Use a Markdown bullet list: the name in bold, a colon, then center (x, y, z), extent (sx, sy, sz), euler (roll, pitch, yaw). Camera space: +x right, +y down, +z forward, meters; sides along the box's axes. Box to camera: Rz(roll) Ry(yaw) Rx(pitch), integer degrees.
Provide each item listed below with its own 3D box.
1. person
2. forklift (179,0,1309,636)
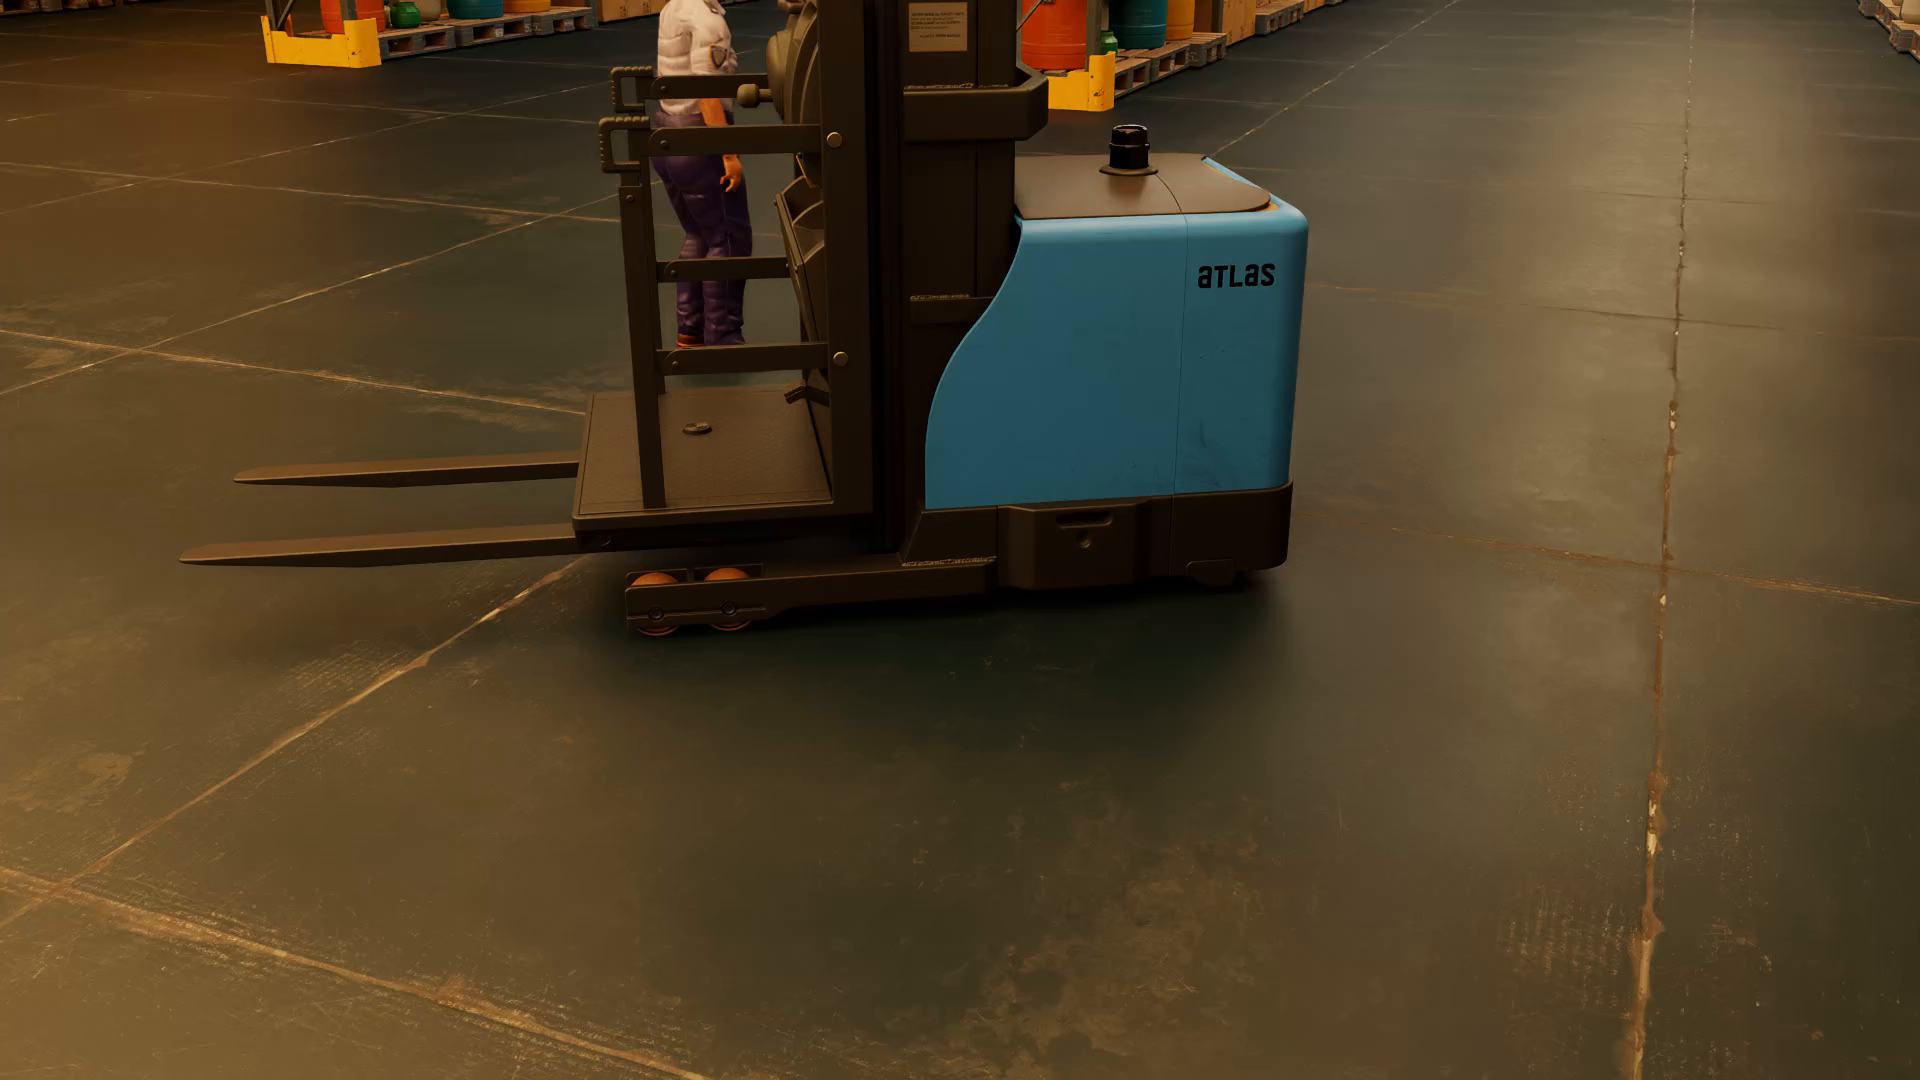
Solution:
- **person**: center (-1.017, -1.538, 6.640), extent (0.380, 1.648, 0.540), euler (-11, 25, -25)
- **forklift**: center (-0.622, -1.313, 4.434), extent (3.031, 2.935, 1.130), euler (-4, 23, -9)
